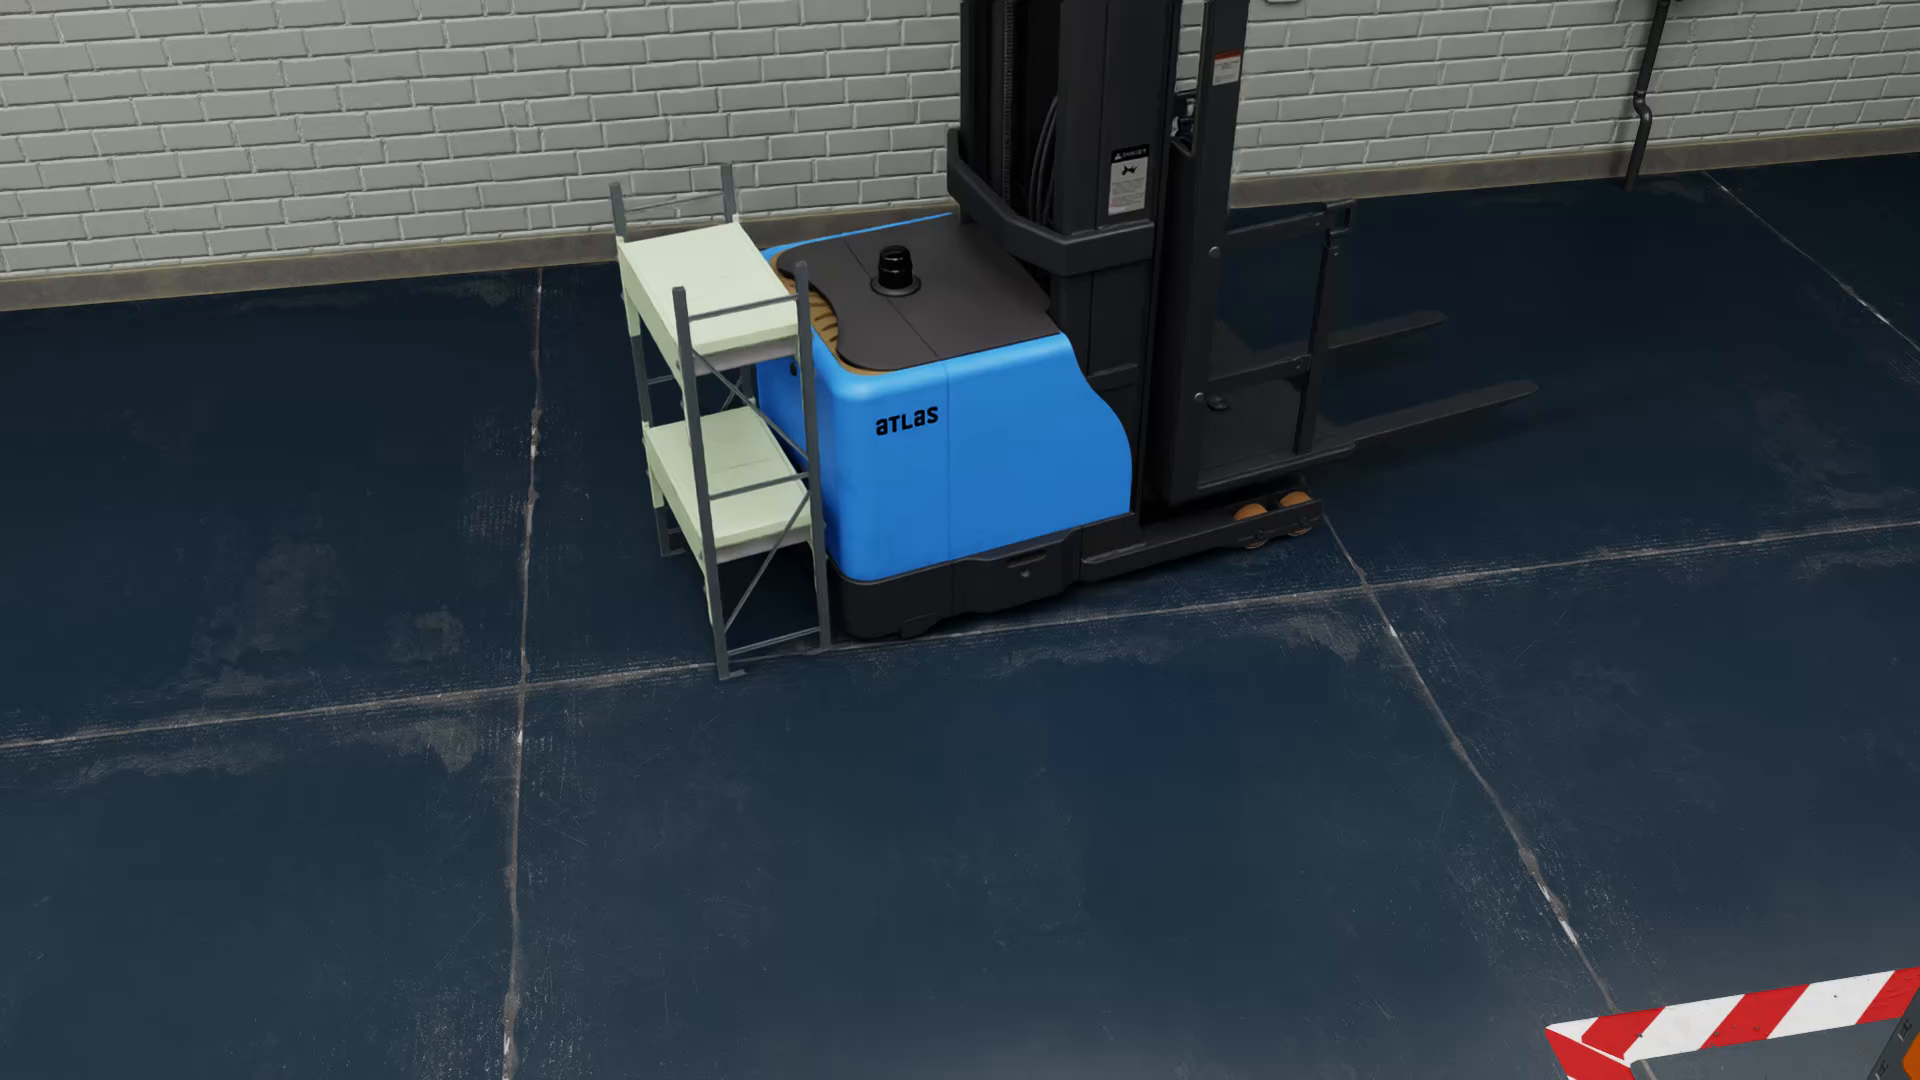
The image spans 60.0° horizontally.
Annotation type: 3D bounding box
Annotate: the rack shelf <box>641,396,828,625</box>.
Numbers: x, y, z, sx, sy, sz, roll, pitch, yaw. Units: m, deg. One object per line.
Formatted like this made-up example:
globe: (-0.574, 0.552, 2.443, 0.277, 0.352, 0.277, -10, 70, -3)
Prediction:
rack shelf: (-0.778, -0.116, 5.708, 0.431, 0.370, 0.720, -15, 40, -18)

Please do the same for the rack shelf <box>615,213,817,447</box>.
rack shelf: (-0.778, -0.681, 5.268, 0.431, 0.370, 0.720, -15, 40, -18)

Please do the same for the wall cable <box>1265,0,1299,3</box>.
wall cable: (1.380, -3.249, 7.133, 0.585, 1.953, 0.123, -6, 38, -8)

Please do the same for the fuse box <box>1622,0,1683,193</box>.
fuse box: (3.474, -2.464, 8.027, 0.539, 1.711, 0.414, -6, 38, -8)

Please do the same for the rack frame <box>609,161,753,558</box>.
rack frame: (-0.924, -0.579, 5.773, 0.400, 1.500, 0.023, -15, 40, -18)

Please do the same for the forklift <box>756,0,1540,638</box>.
forklift: (0.809, -1.408, 5.673, 3.031, 2.935, 1.130, -15, 40, -18)

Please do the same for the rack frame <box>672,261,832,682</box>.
rack frame: (-0.632, -0.167, 5.243, 0.400, 1.500, 0.023, -15, 40, -18)

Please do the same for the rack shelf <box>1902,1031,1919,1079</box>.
rack shelf: (2.742, 2.060, 1.740, 1.077, 0.370, 4.000, -6, 38, -8)

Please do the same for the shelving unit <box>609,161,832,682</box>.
shelving unit: (-0.778, -0.373, 5.508, 0.431, 1.500, 0.755, -15, 40, -18)
